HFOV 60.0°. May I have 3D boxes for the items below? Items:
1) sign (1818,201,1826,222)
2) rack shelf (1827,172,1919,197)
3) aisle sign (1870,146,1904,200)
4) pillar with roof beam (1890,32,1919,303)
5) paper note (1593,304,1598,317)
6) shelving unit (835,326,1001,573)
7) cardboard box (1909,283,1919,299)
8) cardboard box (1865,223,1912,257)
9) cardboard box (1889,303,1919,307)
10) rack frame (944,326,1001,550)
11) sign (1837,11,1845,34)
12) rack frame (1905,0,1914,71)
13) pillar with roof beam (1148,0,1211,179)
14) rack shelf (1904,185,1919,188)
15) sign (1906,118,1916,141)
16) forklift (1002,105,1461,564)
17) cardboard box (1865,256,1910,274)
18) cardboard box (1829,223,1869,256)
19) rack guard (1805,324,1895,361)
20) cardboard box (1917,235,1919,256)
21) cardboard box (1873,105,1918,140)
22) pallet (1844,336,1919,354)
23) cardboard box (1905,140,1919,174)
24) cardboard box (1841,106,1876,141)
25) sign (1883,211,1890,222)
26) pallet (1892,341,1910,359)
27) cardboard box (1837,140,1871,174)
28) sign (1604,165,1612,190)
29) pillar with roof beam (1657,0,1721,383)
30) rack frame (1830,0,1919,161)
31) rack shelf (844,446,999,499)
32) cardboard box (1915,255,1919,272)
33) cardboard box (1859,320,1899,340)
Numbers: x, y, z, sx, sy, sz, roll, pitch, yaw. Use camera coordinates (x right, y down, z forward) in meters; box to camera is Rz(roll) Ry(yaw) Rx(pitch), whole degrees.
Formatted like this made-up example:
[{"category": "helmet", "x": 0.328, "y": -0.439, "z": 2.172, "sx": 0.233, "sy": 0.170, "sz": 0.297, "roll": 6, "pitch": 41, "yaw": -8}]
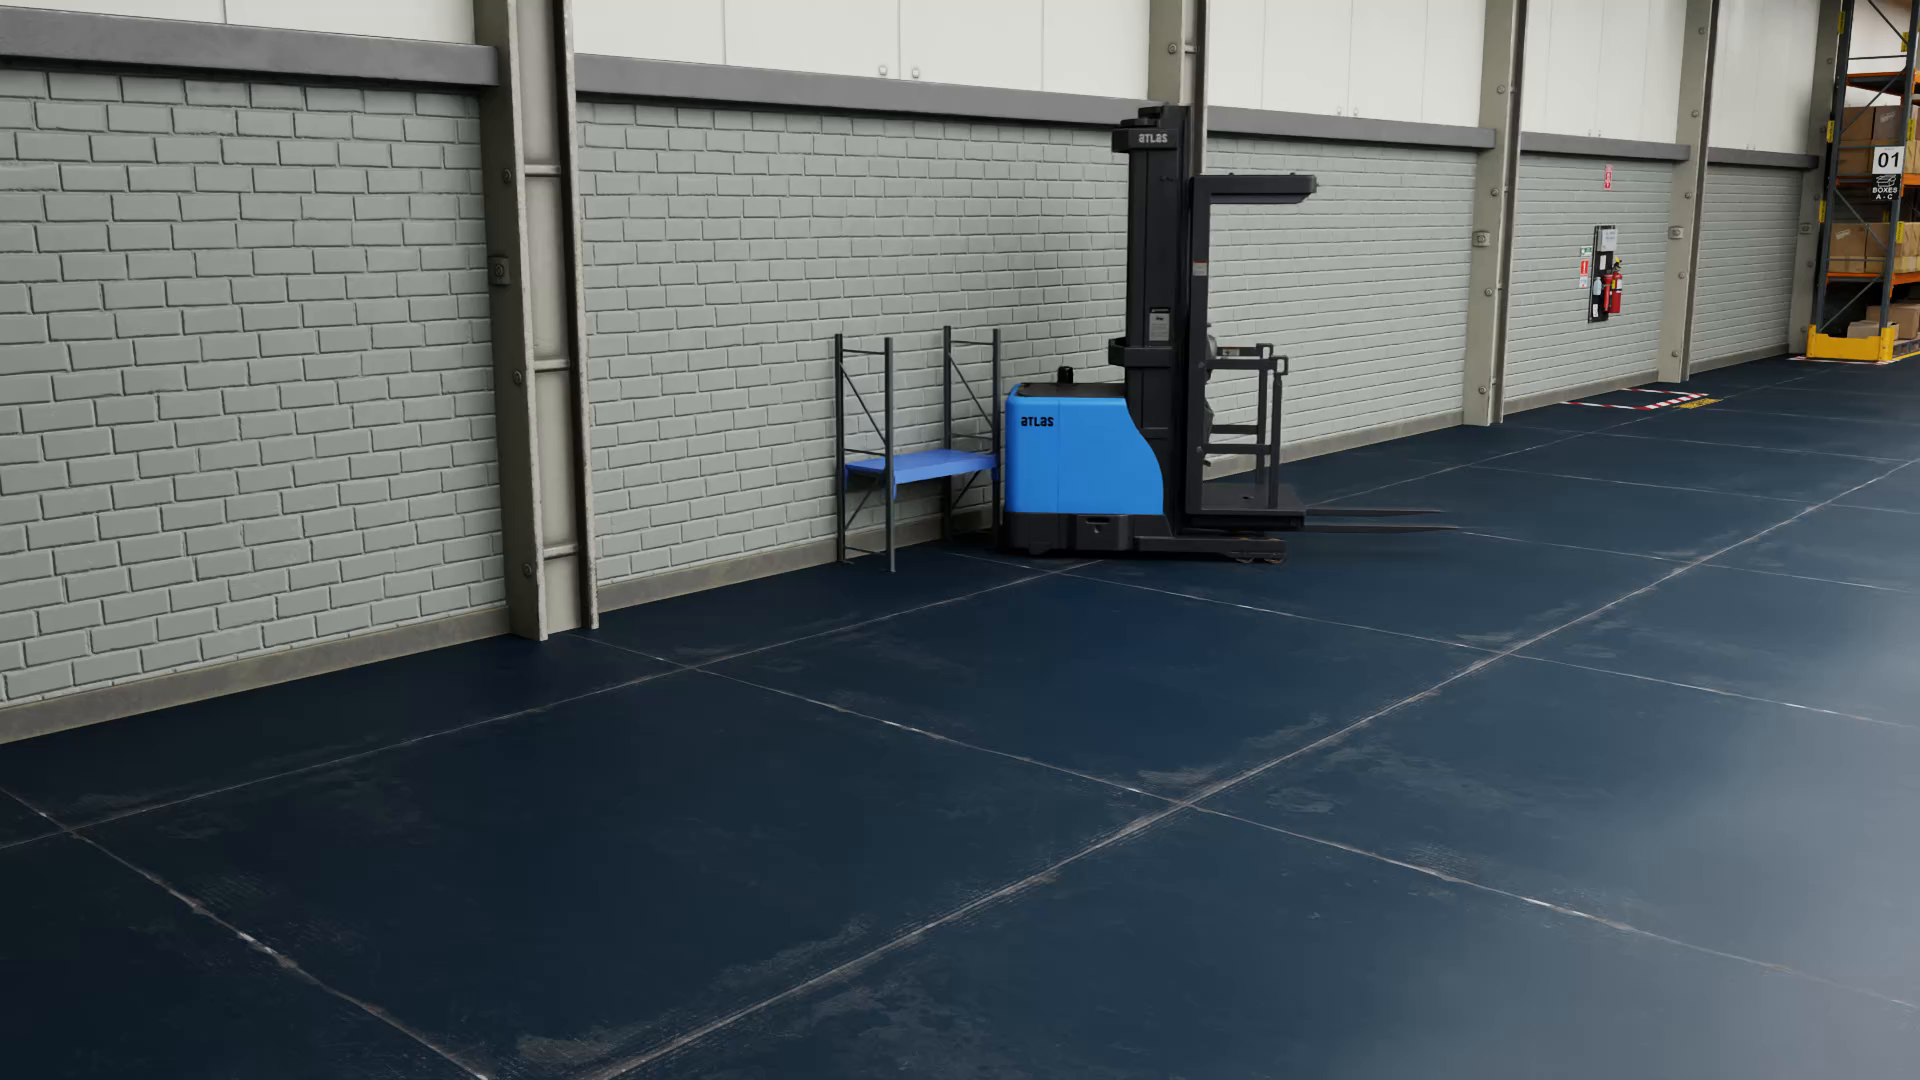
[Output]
[{"category": "sign", "x": 13.372, "y": -5.088, "z": 25.765, "sx": 0.100, "sy": 0.325, "sz": 0.005, "roll": 10, "pitch": 15, "yaw": 40}, {"category": "rack shelf", "x": 15.096, "y": -5.703, "z": 26.786, "sx": 1.077, "sy": 0.370, "sz": 4.000, "roll": 10, "pitch": 15, "yaw": 40}, {"category": "aisle sign", "x": 13.953, "y": -5.516, "z": 25.034, "sx": 0.394, "sy": 0.787, "sz": 0.004, "roll": 10, "pitch": 15, "yaw": 40}, {"category": "pillar with roof beam", "x": 20.782, "y": -7.774, "z": 27.657, "sx": 9.100, "sy": 9.000, "sz": 0.400, "roll": 10, "pitch": 15, "yaw": 40}, {"category": "paper note", "x": 7.798, "y": -2.815, "z": 20.396, "sx": 0.016, "sy": 0.148, "sz": 0.142, "roll": 10, "pitch": 15, "yaw": 40}, {"category": "shelving unit", "x": -0.267, "y": -0.633, "z": 11.050, "sx": 0.538, "sy": 1.500, "sz": 1.048, "roll": 10, "pitch": 15, "yaw": 42}, {"category": "cardboard box", "x": 17.177, "y": -4.413, "z": 29.490, "sx": 0.500, "sy": 0.250, "sz": 0.500, "roll": 9, "pitch": 15, "yaw": 39}, {"category": "cardboard box", "x": 14.316, "y": -4.626, "z": 25.632, "sx": 0.500, "sy": 0.500, "sz": 0.500, "roll": 10, "pitch": 15, "yaw": 40}, {"category": "cardboard box", "x": 15.761, "y": -3.711, "z": 27.894, "sx": 0.500, "sy": 0.500, "sz": 0.500, "roll": 8, "pitch": 14, "yaw": 36}, {"category": "rack frame", "x": 0.080, "y": -0.705, "z": 11.414, "sx": 0.500, "sy": 1.500, "sz": 0.032, "roll": 10, "pitch": 15, "yaw": 42}, {"category": "sign", "x": 13.372, "y": -7.843, "z": 25.215, "sx": 0.100, "sy": 0.325, "sz": 0.005, "roll": 10, "pitch": 15, "yaw": 40}, {"category": "rack frame", "x": 16.416, "y": -7.821, "z": 27.895, "sx": 1.000, "sy": 3.000, "sz": 0.127, "roll": 10, "pitch": 15, "yaw": 40}, {"category": "pillar with roof beam", "x": 4.940, "y": -4.243, "z": 9.978, "sx": 9.100, "sy": 9.000, "sz": 0.400, "roll": 10, "pitch": 15, "yaw": 40}, {"category": "rack shelf", "x": 17.736, "y": -6.292, "z": 29.732, "sx": 1.077, "sy": 0.370, "sz": 4.000, "roll": 10, "pitch": 15, "yaw": 40}, {"category": "sign", "x": 14.183, "y": -6.120, "z": 24.805, "sx": 0.100, "sy": 0.325, "sz": 0.005, "roll": 10, "pitch": 15, "yaw": 40}, {"category": "forklift", "x": 1.831, "y": -1.391, "z": 11.193, "sx": 3.031, "sy": 2.935, "sz": 1.130, "roll": 1, "pitch": 11, "yaw": 5}, {"category": "cardboard box", "x": 14.336, "y": -4.258, "z": 25.702, "sx": 0.500, "sy": 0.250, "sz": 0.500, "roll": 9, "pitch": 15, "yaw": 39}, {"category": "cardboard box", "x": 13.927, "y": -4.692, "z": 25.960, "sx": 0.500, "sy": 0.500, "sz": 0.500, "roll": 10, "pitch": 15, "yaw": 40}, {"category": "rack guard", "x": 13.826, "y": -3.076, "z": 25.837, "sx": 1.175, "sy": 0.500, "sz": 0.348, "roll": 10, "pitch": 15, "yaw": 40}, {"category": "cardboard box", "x": 14.996, "y": -4.773, "z": 26.366, "sx": 0.500, "sy": 0.500, "sz": 0.500, "roll": 9, "pitch": 14, "yaw": 39}, {"category": "cardboard box", "x": 14.212, "y": -6.336, "z": 25.259, "sx": 0.500, "sy": 0.500, "sz": 0.500, "roll": 8, "pitch": 14, "yaw": 36}, {"category": "pallet", "x": 15.194, "y": -3.228, "z": 27.335, "sx": 1.003, "sy": 0.211, "sz": 1.213, "roll": 10, "pitch": 15, "yaw": 40}, {"category": "cardboard box", "x": 14.565, "y": -5.912, "z": 25.687, "sx": 0.500, "sy": 0.500, "sz": 0.500, "roll": -11, "pitch": 16, "yaw": -44}, {"category": "cardboard box", "x": 13.864, "y": -6.408, "z": 25.619, "sx": 0.500, "sy": 0.500, "sz": 0.500, "roll": 11, "pitch": 15, "yaw": 43}, {"category": "sign", "x": 15.997, "y": -5.518, "z": 28.725, "sx": 0.100, "sy": 0.325, "sz": 0.005, "roll": 10, "pitch": 15, "yaw": 40}, {"category": "pallet", "x": 14.388, "y": -3.050, "z": 26.440, "sx": 1.003, "sy": 0.211, "sz": 1.213, "roll": 10, "pitch": 15, "yaw": 40}, {"category": "cardboard box", "x": 13.861, "y": -5.915, "z": 25.701, "sx": 0.500, "sy": 0.500, "sz": 0.500, "roll": -11, "pitch": 16, "yaw": -43}, {"category": "sign", "x": 7.887, "y": -4.413, "z": 20.227, "sx": 0.001, "sy": 0.298, "sz": 0.199, "roll": 10, "pitch": 15, "yaw": 40}, {"category": "pillar with roof beam", "x": 12.861, "y": -6.008, "z": 18.817, "sx": 9.100, "sy": 9.000, "sz": 0.400, "roll": 10, "pitch": 15, "yaw": 40}, {"category": "rack frame", "x": 13.775, "y": -7.233, "z": 24.948, "sx": 1.000, "sy": 3.000, "sz": 0.127, "roll": 10, "pitch": 15, "yaw": 40}, {"category": "rack shelf", "x": -0.267, "y": -0.456, "z": 11.085, "sx": 0.538, "sy": 0.185, "sz": 1.000, "roll": 10, "pitch": 15, "yaw": 42}, {"category": "cardboard box", "x": 15.009, "y": -4.410, "z": 26.466, "sx": 0.500, "sy": 0.250, "sz": 0.500, "roll": 9, "pitch": 15, "yaw": 39}, {"category": "cardboard box", "x": 14.676, "y": -3.362, "z": 26.627, "sx": 0.500, "sy": 0.311, "sz": 0.500, "roll": -11, "pitch": 15, "yaw": -43}]
